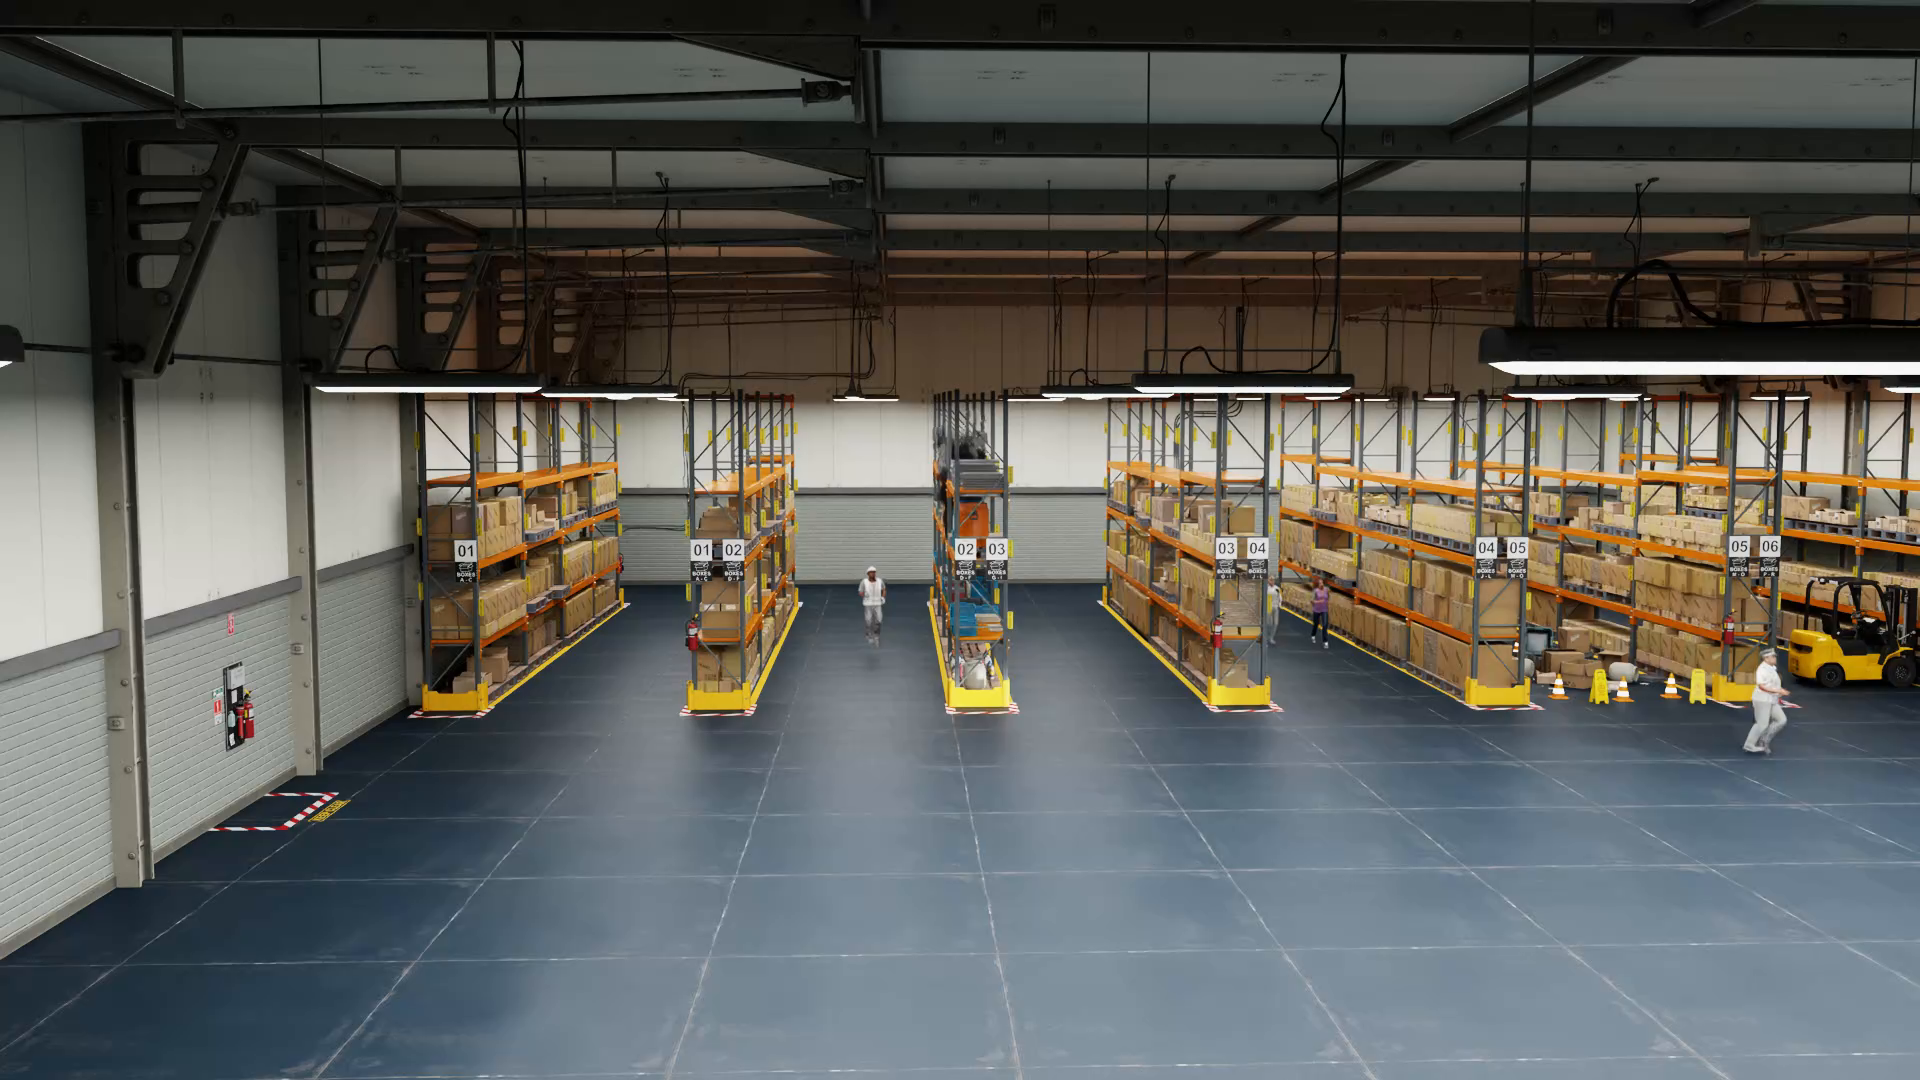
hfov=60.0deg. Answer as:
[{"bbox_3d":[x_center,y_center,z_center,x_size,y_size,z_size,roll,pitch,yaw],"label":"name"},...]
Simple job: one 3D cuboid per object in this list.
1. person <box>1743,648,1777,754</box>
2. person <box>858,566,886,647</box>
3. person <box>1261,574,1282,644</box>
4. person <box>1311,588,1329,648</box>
[{"bbox_3d":[13.131,2.638,27.240,0.341,1.812,0.449,-5,7,-44],"label":"person"},{"bbox_3d":[-1.950,1.515,37.488,0.662,1.829,0.633,-1,5,-12],"label":"person"},{"bbox_3d":[7.488,1.643,40.080,0.625,1.662,0.600,-1,5,-12],"label":"person"},{"bbox_3d":[8.502,1.813,39.224,0.350,1.366,0.895,0,5,-1],"label":"person"}]
